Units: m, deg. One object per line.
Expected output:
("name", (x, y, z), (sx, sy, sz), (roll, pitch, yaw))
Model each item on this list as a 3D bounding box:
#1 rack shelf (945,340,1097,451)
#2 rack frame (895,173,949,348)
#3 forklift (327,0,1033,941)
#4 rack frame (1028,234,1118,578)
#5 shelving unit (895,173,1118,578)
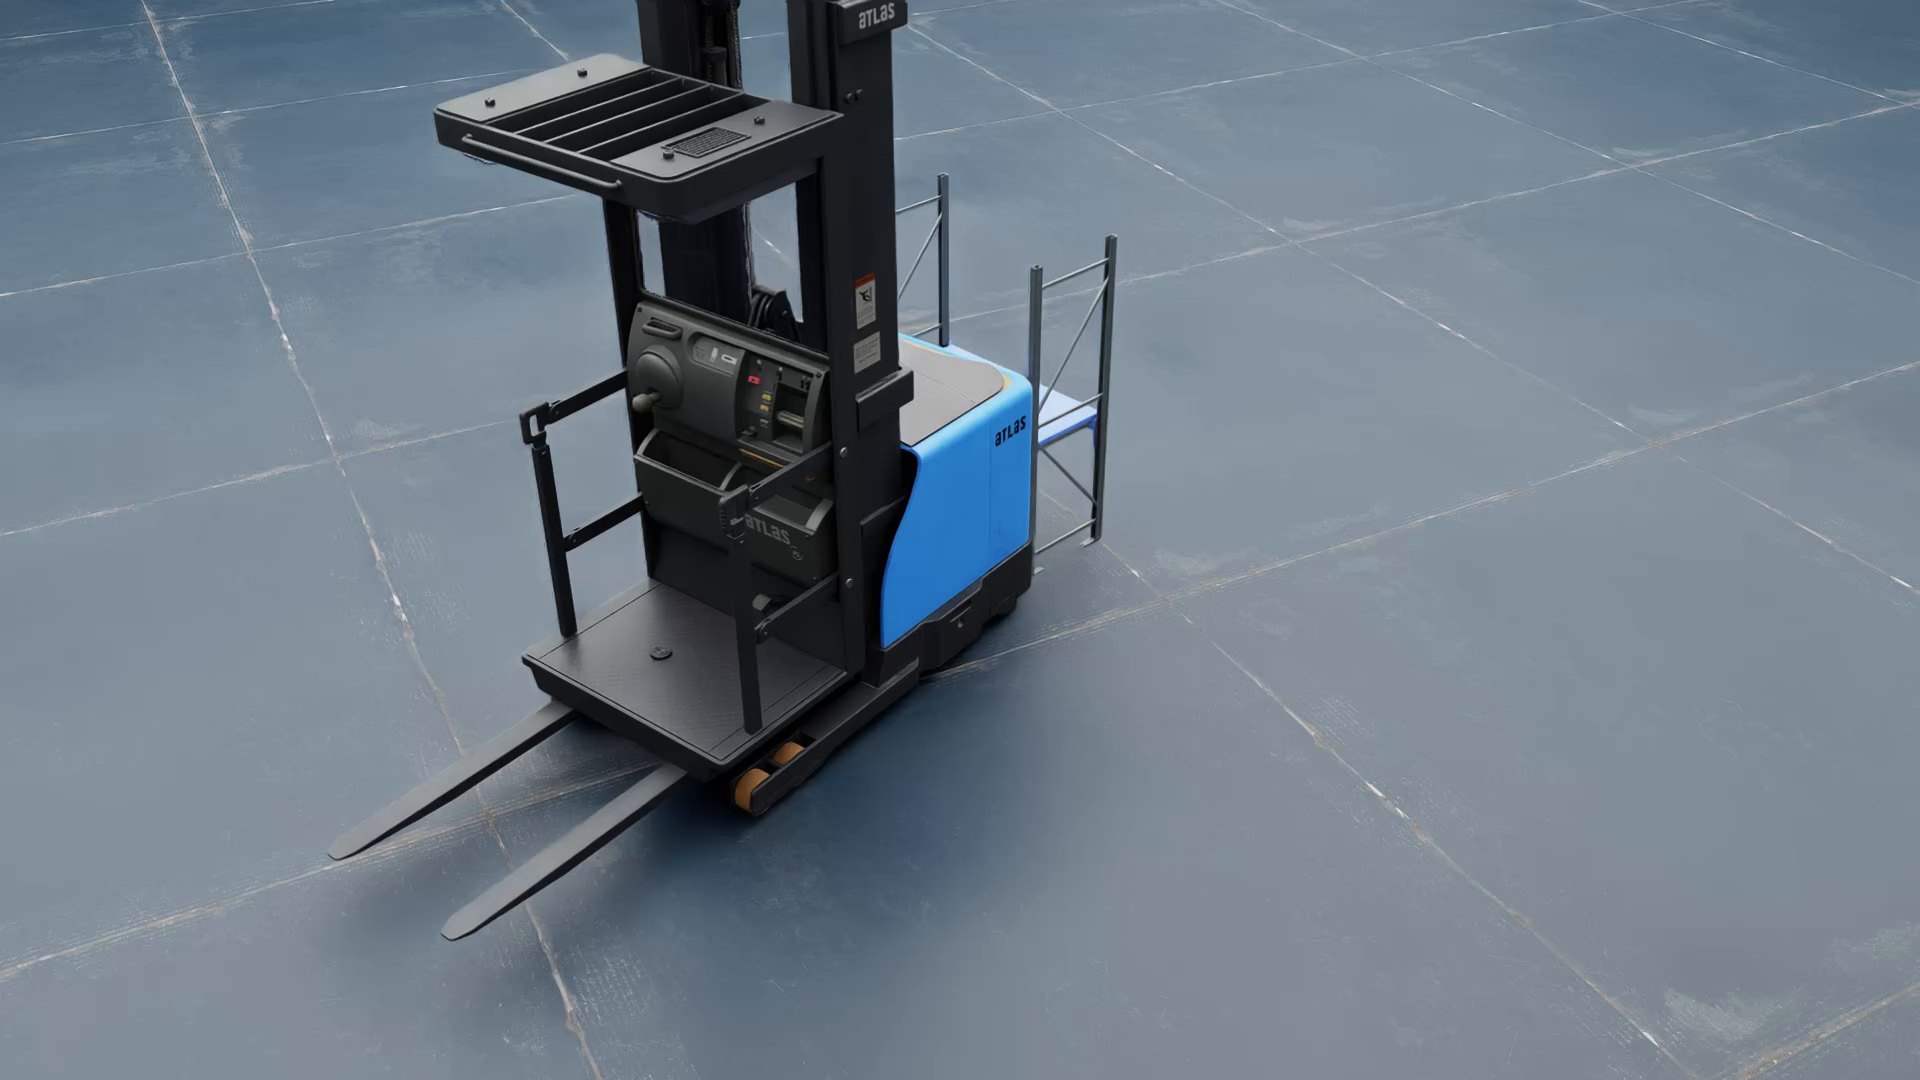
("rack shelf", (0.116, -0.598, 7.626), (0.538, 0.185, 1.000), (-28, 42, -36))
("rack frame", (-0.240, -0.945, 7.835), (0.500, 1.500, 0.032), (-28, 42, -36))
("forklift", (-0.979, -0.519, 5.844), (1.130, 2.935, 3.031), (22, 39, 31))
("rack frame", (0.472, -0.553, 7.224), (0.500, 1.500, 0.032), (-28, 42, -36))
("shelving unit", (0.116, -0.749, 7.529), (0.538, 1.500, 1.048), (-28, 42, -36))
